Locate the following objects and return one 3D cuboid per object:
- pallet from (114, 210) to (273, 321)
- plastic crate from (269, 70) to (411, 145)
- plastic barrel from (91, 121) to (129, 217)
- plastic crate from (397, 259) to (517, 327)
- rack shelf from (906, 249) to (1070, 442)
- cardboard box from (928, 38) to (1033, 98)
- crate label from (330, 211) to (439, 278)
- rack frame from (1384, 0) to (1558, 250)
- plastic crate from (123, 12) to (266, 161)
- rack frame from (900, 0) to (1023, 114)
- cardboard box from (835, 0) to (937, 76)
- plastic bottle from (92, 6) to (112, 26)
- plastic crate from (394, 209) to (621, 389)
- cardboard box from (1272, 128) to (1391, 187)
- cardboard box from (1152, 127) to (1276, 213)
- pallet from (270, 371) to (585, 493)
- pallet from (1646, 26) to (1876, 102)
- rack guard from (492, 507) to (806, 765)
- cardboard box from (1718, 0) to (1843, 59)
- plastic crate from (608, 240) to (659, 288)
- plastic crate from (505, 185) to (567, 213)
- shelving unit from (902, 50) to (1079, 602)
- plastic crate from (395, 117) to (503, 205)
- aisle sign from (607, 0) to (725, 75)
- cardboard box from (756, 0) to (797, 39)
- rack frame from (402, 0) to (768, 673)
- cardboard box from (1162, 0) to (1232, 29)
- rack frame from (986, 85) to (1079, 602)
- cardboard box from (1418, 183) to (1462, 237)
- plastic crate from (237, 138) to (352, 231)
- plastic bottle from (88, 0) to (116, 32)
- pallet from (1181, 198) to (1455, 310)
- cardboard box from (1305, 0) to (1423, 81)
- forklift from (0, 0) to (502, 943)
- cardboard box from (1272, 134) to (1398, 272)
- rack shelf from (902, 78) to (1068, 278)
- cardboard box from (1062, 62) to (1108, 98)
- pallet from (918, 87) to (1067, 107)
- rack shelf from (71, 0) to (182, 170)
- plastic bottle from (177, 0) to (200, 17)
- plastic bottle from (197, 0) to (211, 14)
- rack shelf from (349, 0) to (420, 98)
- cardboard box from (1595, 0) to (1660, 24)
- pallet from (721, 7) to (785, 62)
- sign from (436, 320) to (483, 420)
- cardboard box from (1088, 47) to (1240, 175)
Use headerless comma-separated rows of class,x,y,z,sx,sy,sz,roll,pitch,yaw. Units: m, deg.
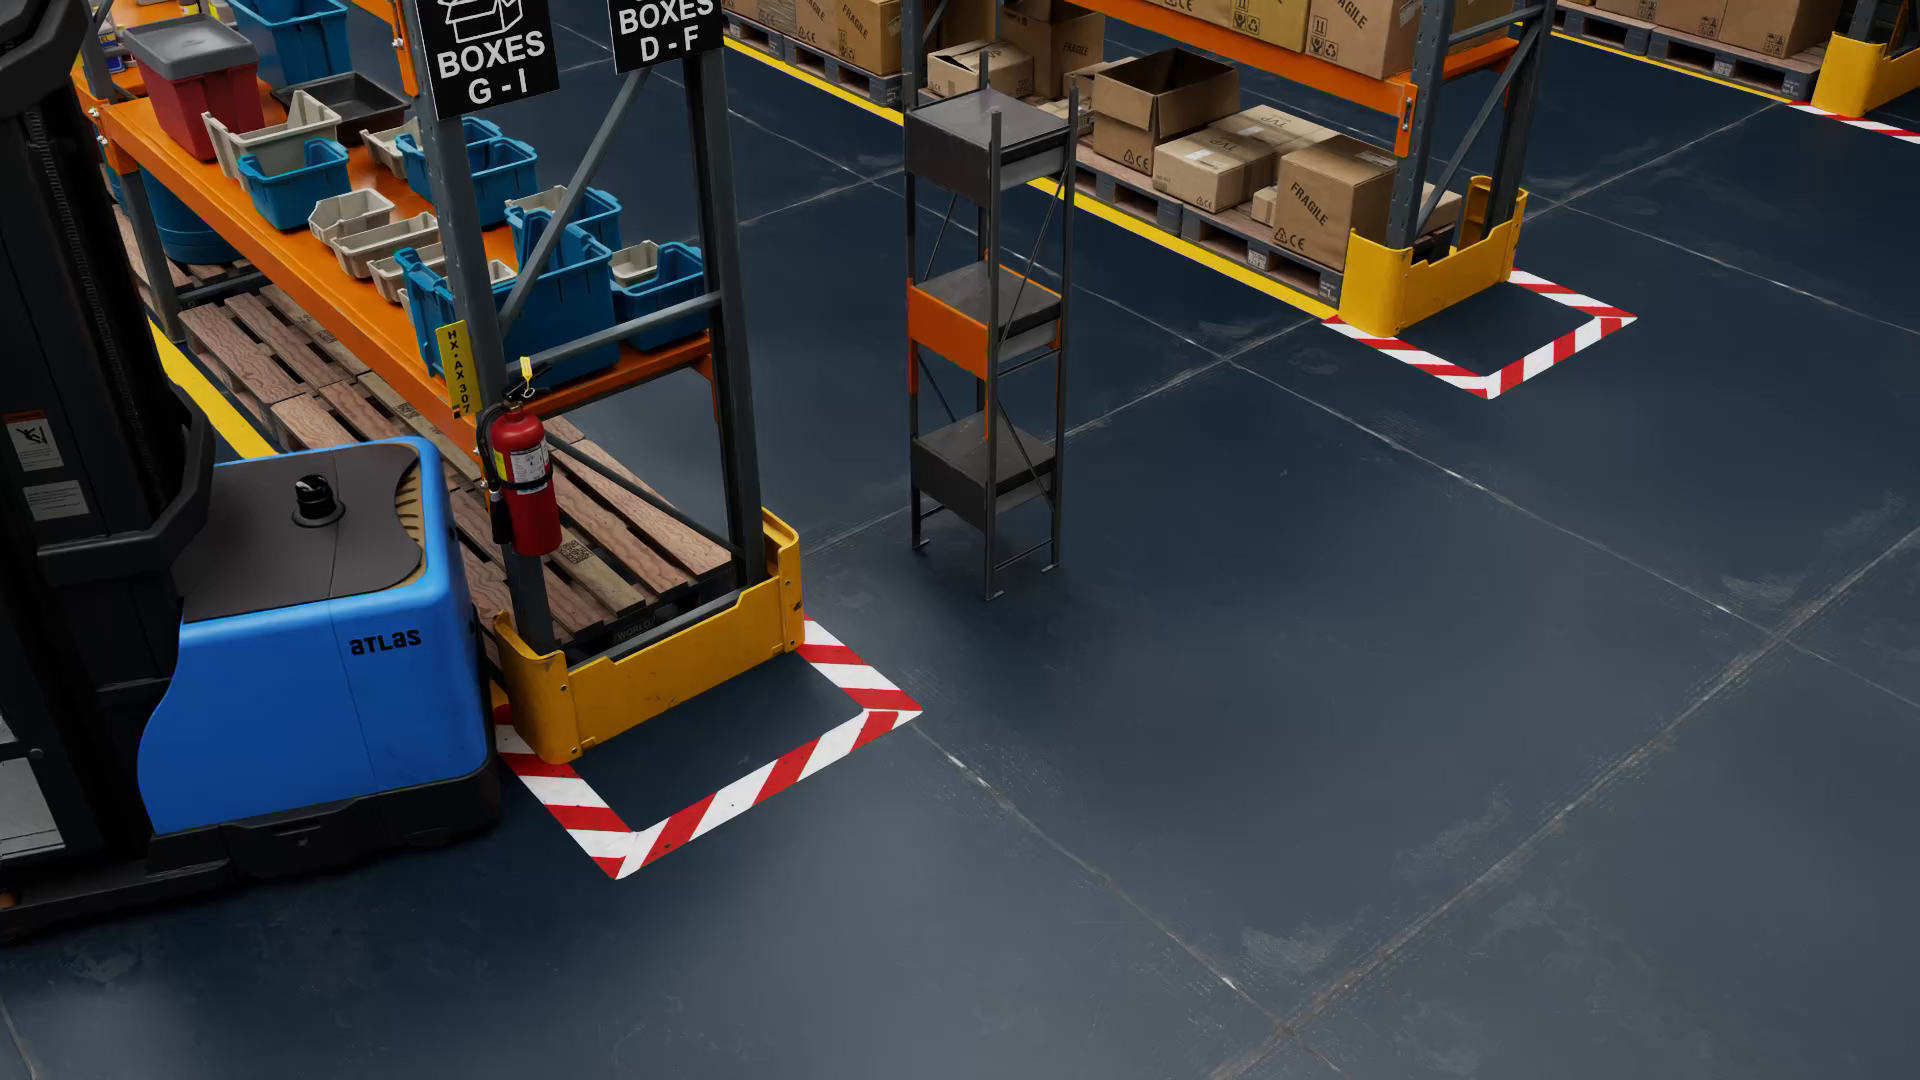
pallet,-4.224,-1.668,9.423,1.003,0.211,1.213,-26,43,-32
plastic crate,-2.831,-1.968,7.620,0.437,0.125,0.590,-26,43,-32
plastic barrel,-4.553,-2.324,9.389,0.600,0.901,0.708,-26,43,-32
plastic crate,-1.842,-0.893,6.092,0.396,0.136,0.243,-26,43,-32
rack shelf,0.107,-0.773,6.548,0.431,0.518,0.480,-26,43,-32
cardboard box,0.134,-3.112,10.995,0.500,0.311,0.500,-26,43,-32
crate label,-2.216,-1.140,6.441,0.396,0.136,0.243,-26,43,-32
rack frame,2.609,-2.530,8.227,1.000,3.000,0.127,-26,43,-32
plastic crate,-3.374,-2.013,7.389,0.402,0.464,0.583,-26,43,-32
rack frame,0.028,-4.296,10.720,1.000,3.000,0.127,-26,43,-32
cardboard box,-0.509,-3.566,11.472,0.500,0.500,0.500,-26,43,-32
plastic bottle,-4.412,-2.638,8.552,0.097,0.201,0.097,0,35,0
plastic crate,-1.536,-0.801,5.703,0.616,0.435,0.499,-26,43,-32
cardboard box,2.152,-2.154,9.694,0.500,0.250,0.500,-26,43,-32
cardboard box,1.480,-2.166,9.711,0.500,0.250,0.500,-26,43,-32
pallet,-2.463,-0.463,7.721,1.003,0.211,1.213,-26,43,-32
pallet,5.815,-3.565,12.101,1.003,0.211,1.213,-26,43,-32
rack guard,-1.152,0.342,6.335,1.175,0.500,0.348,-26,43,-32
cardboard box,5.863,-3.802,11.822,0.700,0.500,0.500,-26,43,-32
plastic crate,-1.229,-1.005,6.250,0.250,0.136,0.298,-26,43,-32
plastic crate,-1.666,-1.305,6.673,0.250,0.136,0.298,-26,43,-32
shelving unit,0.107,-0.784,6.540,0.431,2.100,0.503,-26,43,-32
plastic crate,-2.128,-1.586,6.987,0.416,0.233,0.300,-26,43,-32
aisle sign,-0.904,-1.824,4.981,0.394,0.787,0.004,-26,43,-32
cardboard box,-1.145,-4.009,12.098,0.500,0.500,0.500,-25,43,-31
rack frame,-1.177,-0.684,5.620,1.000,3.000,0.127,-26,43,-32
cardboard box,1.457,-3.117,8.969,0.500,0.500,0.500,-26,43,-31
rack frame,0.264,-0.676,6.388,0.400,2.100,0.015,-26,43,-32
cardboard box,2.602,-1.859,9.365,0.380,0.149,0.250,-26,43,-32
plastic crate,-2.698,-1.451,6.797,0.416,0.233,0.300,-26,43,-32
plastic bottle,-4.491,-2.767,8.605,0.144,0.351,0.185,-26,43,-32
pallet,2.045,-1.777,9.576,1.003,0.211,1.213,-26,43,-32
cardboard box,2.112,-2.667,8.334,0.500,0.500,0.500,-25,42,-30
forklift,-3.174,-0.198,4.993,3.031,2.935,1.130,-10,36,-13
cardboard box,2.070,-1.837,9.031,0.500,0.500,0.500,-26,43,-32
rack shelf,0.107,-1.344,6.143,0.431,0.518,0.480,-26,43,-32
cardboard box,0.900,-3.023,11.009,0.380,0.149,0.250,-26,43,-32
pallet,0.470,-2.854,11.098,1.003,0.211,1.213,-26,43,-32
rack shelf,-5.049,-3.039,9.569,1.077,0.370,4.000,-26,43,-32
plastic bottle,-4.085,-2.822,8.811,0.097,0.201,0.097,0,35,0
plastic bottle,-4.002,-2.907,8.867,0.152,0.276,0.135,-26,43,-32
rack shelf,-2.468,-2.497,6.208,1.077,0.370,4.000,-26,43,-32
cardboard box,5.215,-4.245,12.448,0.700,0.500,0.500,-28,44,-33
pallet,-1.317,-4.042,12.774,1.003,0.211,1.213,-26,43,-32
sign,-1.587,-0.538,5.273,0.100,0.325,0.005,-26,43,-32
cardboard box,1.244,-2.629,10.146,0.797,0.503,0.637,-26,43,-32
